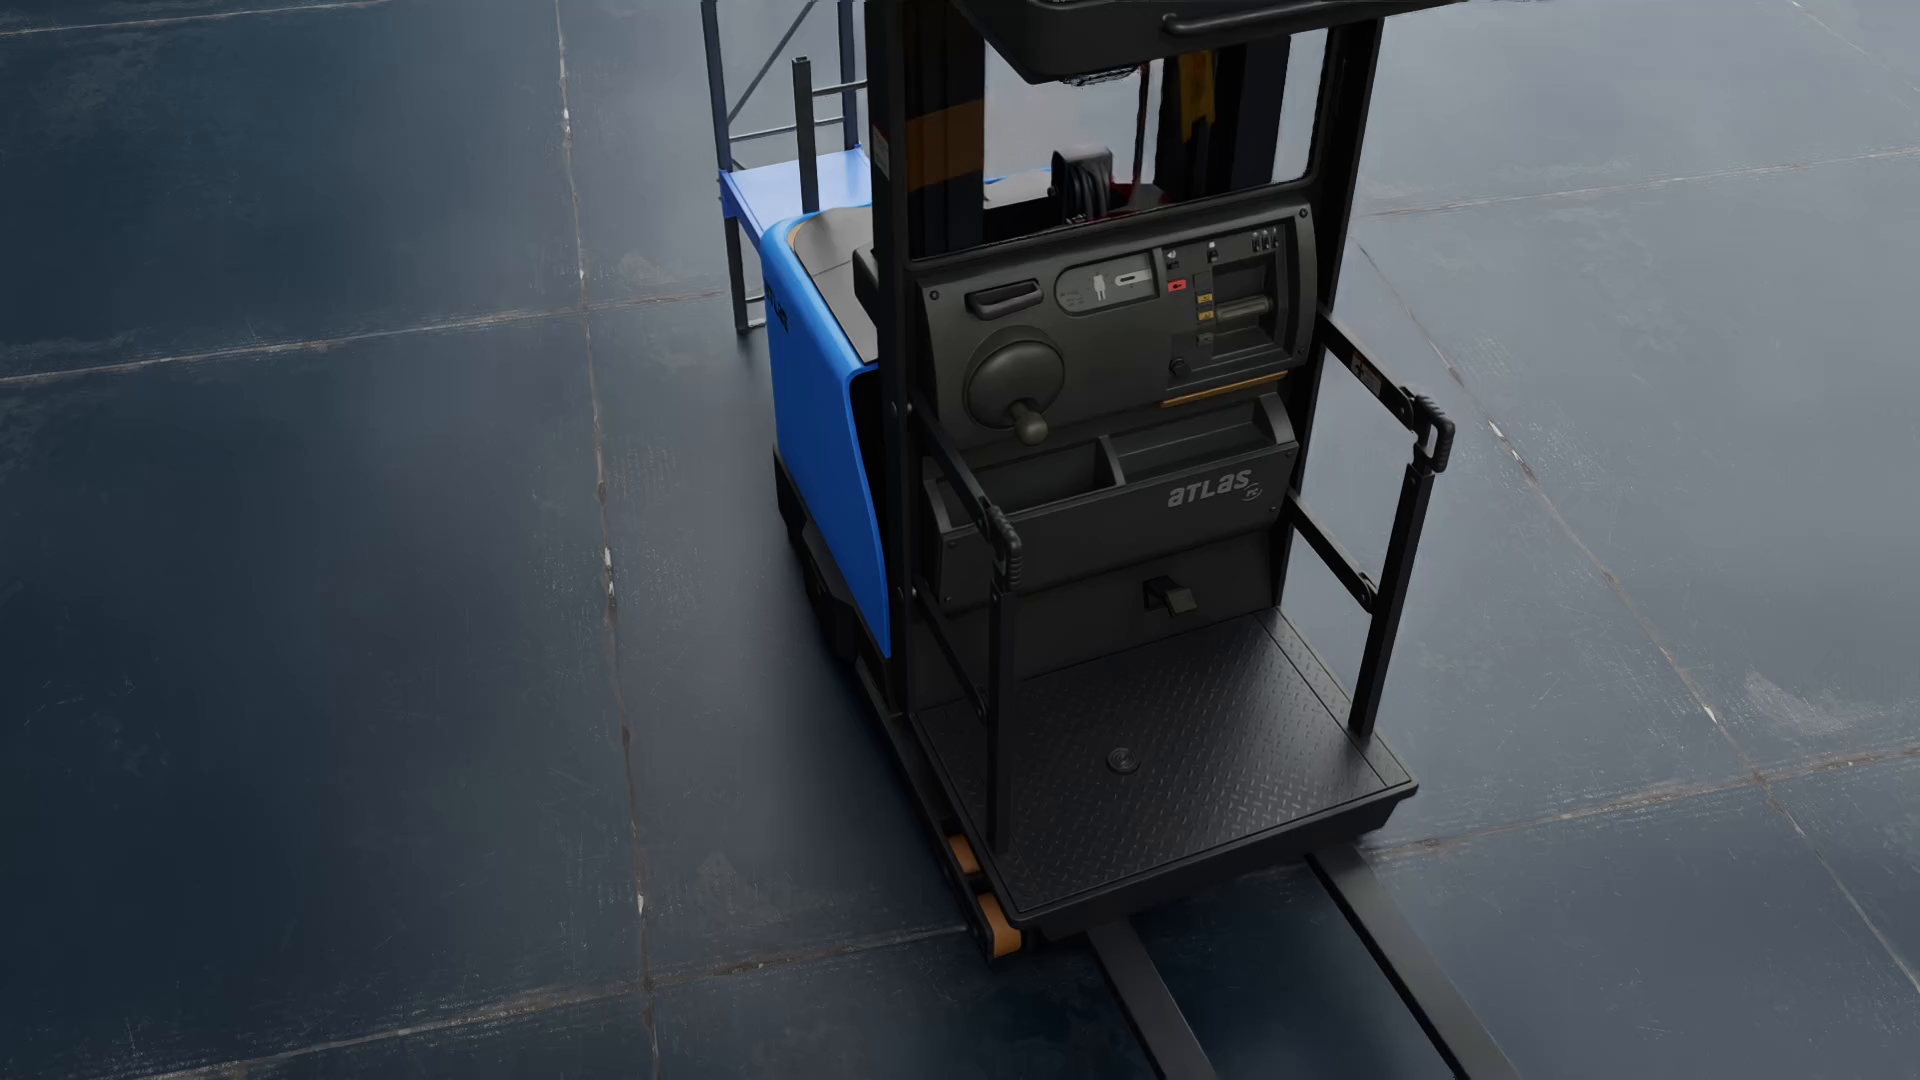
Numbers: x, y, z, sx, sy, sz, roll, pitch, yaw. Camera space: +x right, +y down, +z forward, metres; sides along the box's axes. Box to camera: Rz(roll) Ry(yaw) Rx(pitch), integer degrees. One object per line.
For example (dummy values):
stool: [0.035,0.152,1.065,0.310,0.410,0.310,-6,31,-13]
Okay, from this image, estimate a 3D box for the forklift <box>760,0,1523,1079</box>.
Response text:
forklift: [0.446,-0.394,3.486,1.130,2.935,3.031,-15,44,-16]

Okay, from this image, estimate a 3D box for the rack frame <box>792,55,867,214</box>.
rack frame: [-0.213,-0.779,4.998,0.500,1.500,0.032,-15,44,-16]

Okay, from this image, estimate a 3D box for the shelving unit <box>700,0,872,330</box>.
shelving unit: [-0.403,-1.092,5.351,0.538,1.500,1.048,-15,44,-16]

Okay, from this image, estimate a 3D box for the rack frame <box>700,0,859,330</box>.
rack frame: [-0.593,-1.405,5.703,0.500,1.500,0.032,-15,44,-16]

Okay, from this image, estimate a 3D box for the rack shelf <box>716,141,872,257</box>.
rack shelf: [-0.403,-0.958,5.470,0.538,0.185,1.000,-15,44,-16]
